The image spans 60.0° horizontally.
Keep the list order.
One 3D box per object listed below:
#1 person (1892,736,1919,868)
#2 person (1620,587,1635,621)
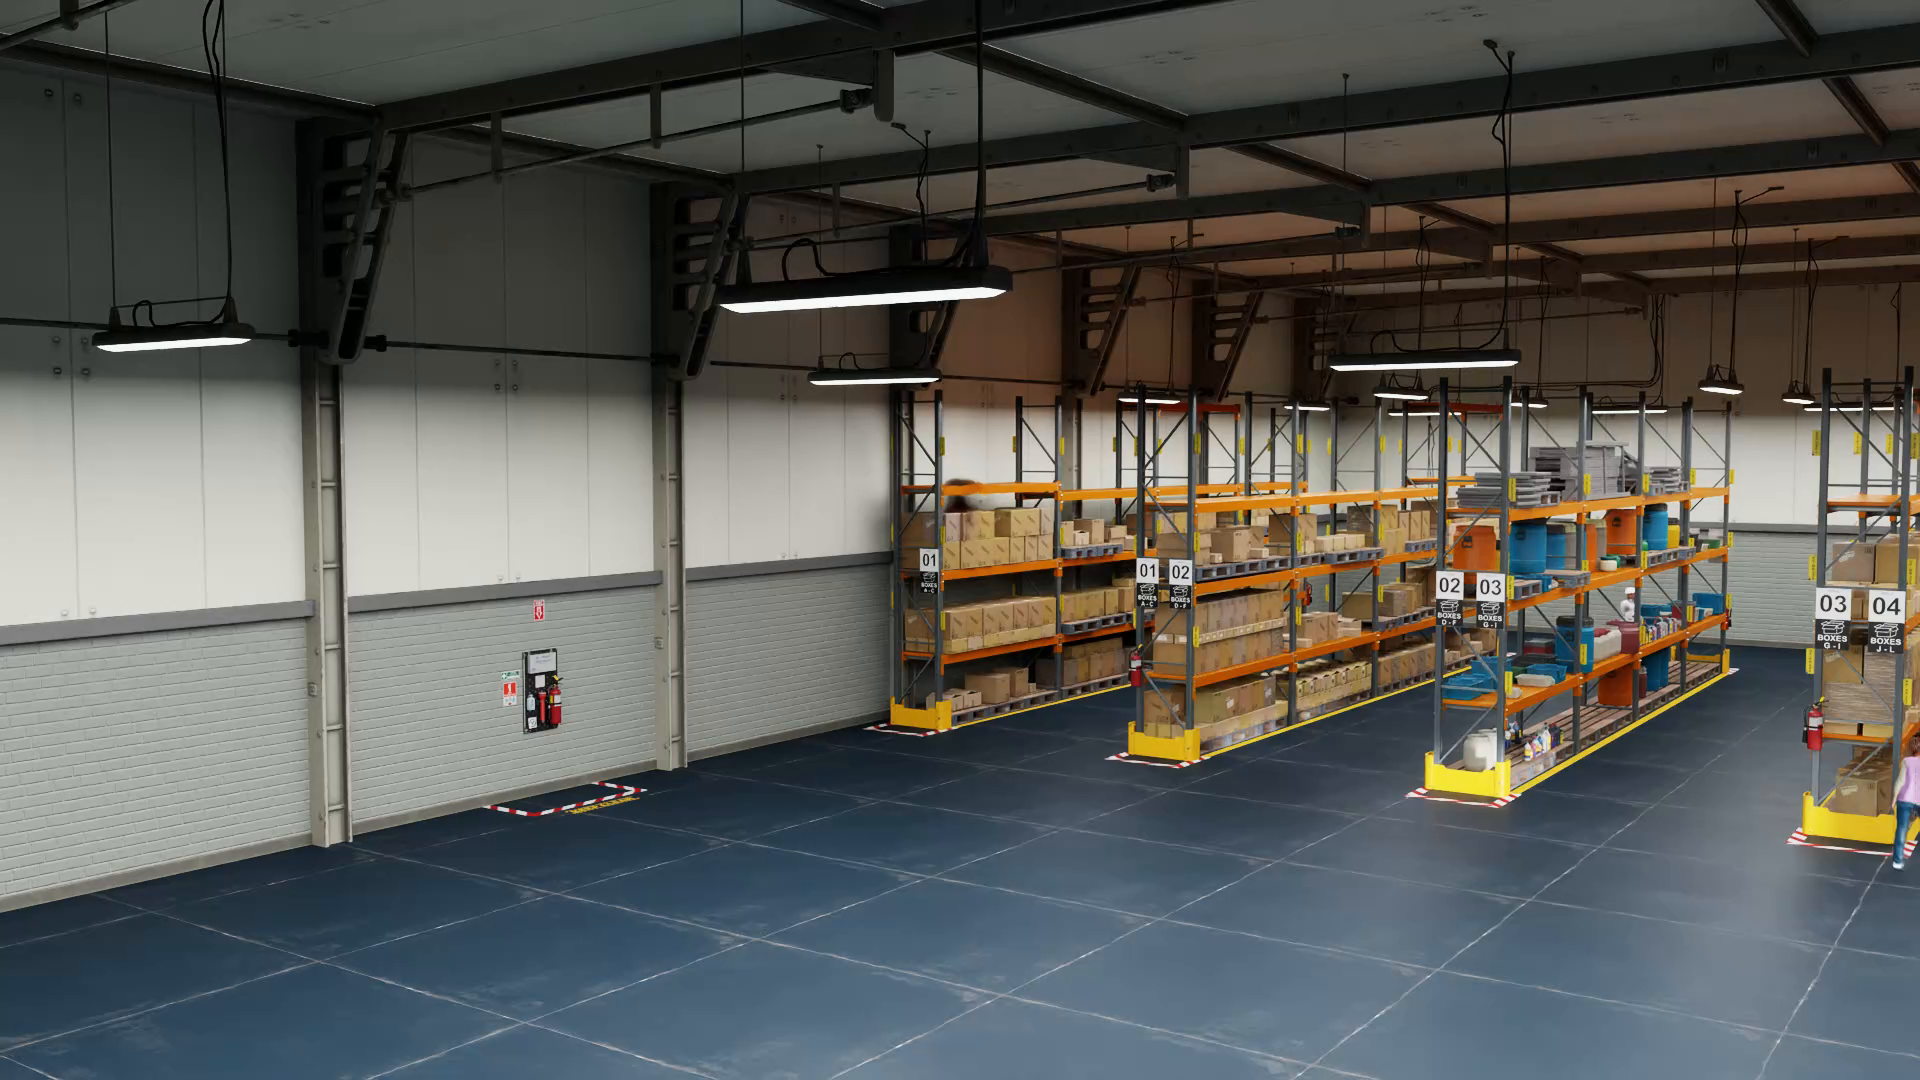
[{"bbox_3d":[11.249,3.104,19.593,0.461,1.603,0.397,2,4,34],"label":"person"},{"bbox_3d":[15.411,1.972,38.126,0.603,1.778,0.416,-1,4,-25],"label":"person"}]
